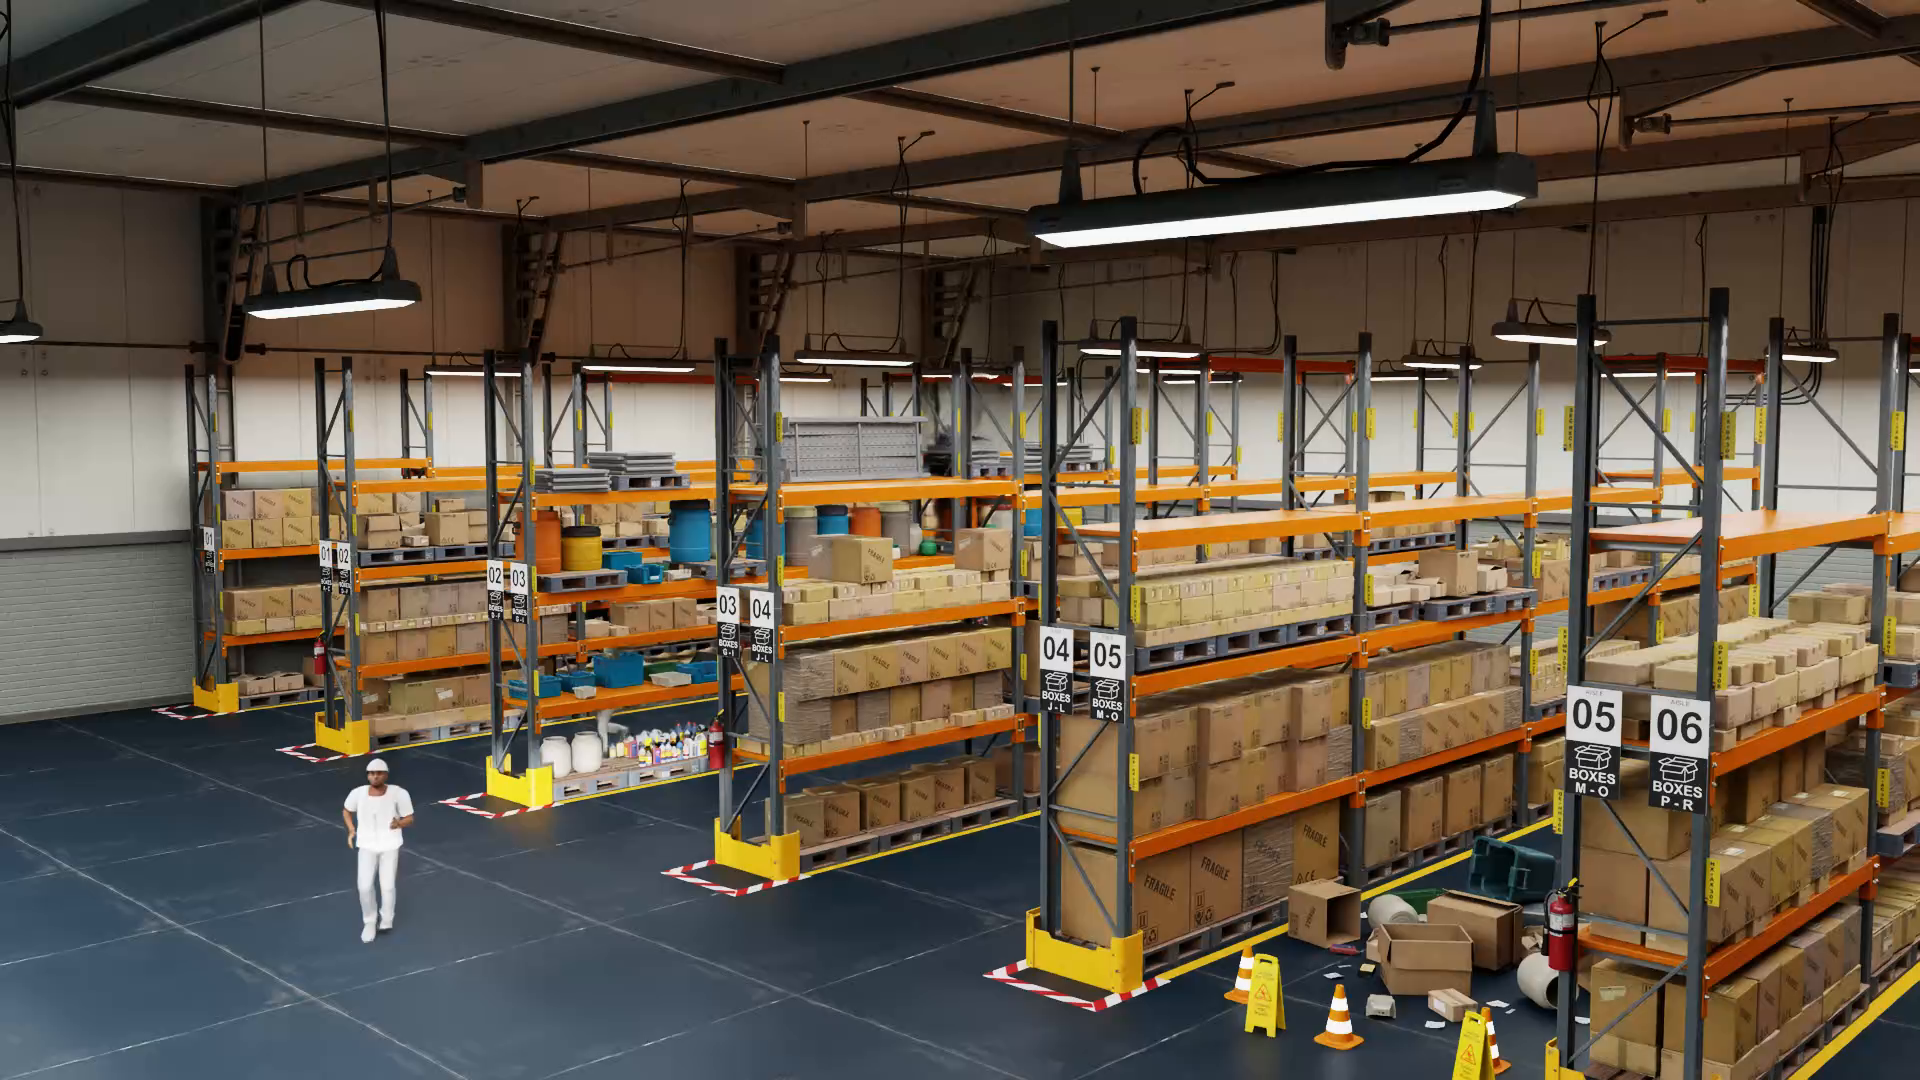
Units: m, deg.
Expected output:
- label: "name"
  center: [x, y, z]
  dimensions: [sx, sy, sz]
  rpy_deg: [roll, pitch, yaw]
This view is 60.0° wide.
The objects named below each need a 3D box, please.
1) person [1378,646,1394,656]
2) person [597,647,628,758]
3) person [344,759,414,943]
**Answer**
- label: "person"
  center: [6.398, 2.394, 25.106]
  dimensions: [0.575, 1.668, 0.637]
  rpy_deg: [4, 6, 42]
- label: "person"
  center: [-5.244, 2.434, 24.973]
  dimensions: [0.617, 1.682, 0.747]
  rpy_deg: [4, 6, 39]
- label: "person"
  center: [-5.710, 3.044, 16.320]
  dimensions: [0.676, 1.799, 0.688]
  rpy_deg: [-1, 5, -14]
